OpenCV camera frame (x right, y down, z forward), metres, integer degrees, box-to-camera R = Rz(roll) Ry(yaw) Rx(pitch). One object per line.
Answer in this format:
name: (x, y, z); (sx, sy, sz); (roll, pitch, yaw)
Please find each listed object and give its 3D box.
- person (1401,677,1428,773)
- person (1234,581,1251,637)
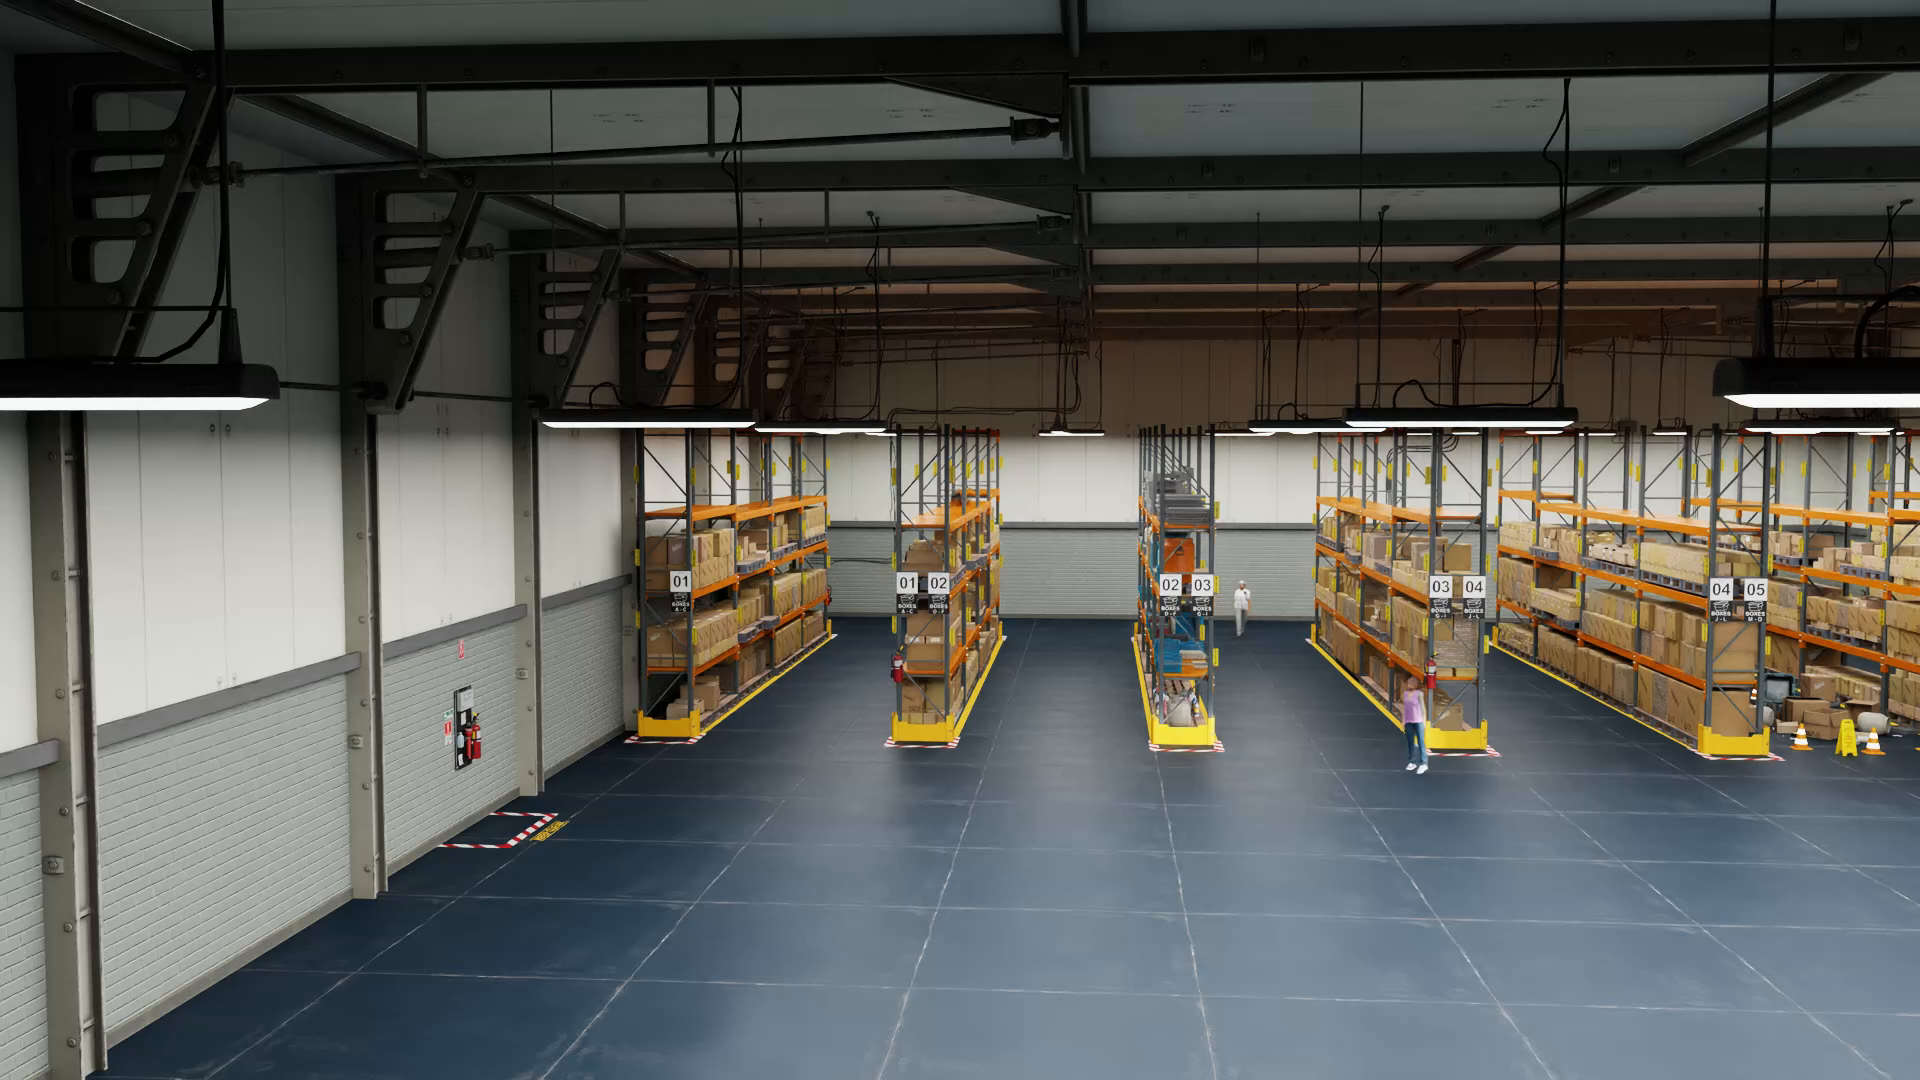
person: (7.834, 3.173, 28.712); (0.383, 1.611, 0.508); (-3, 5, -45)
person: (8.159, 1.984, 48.127); (0.467, 1.618, 0.998); (0, 3, -4)
